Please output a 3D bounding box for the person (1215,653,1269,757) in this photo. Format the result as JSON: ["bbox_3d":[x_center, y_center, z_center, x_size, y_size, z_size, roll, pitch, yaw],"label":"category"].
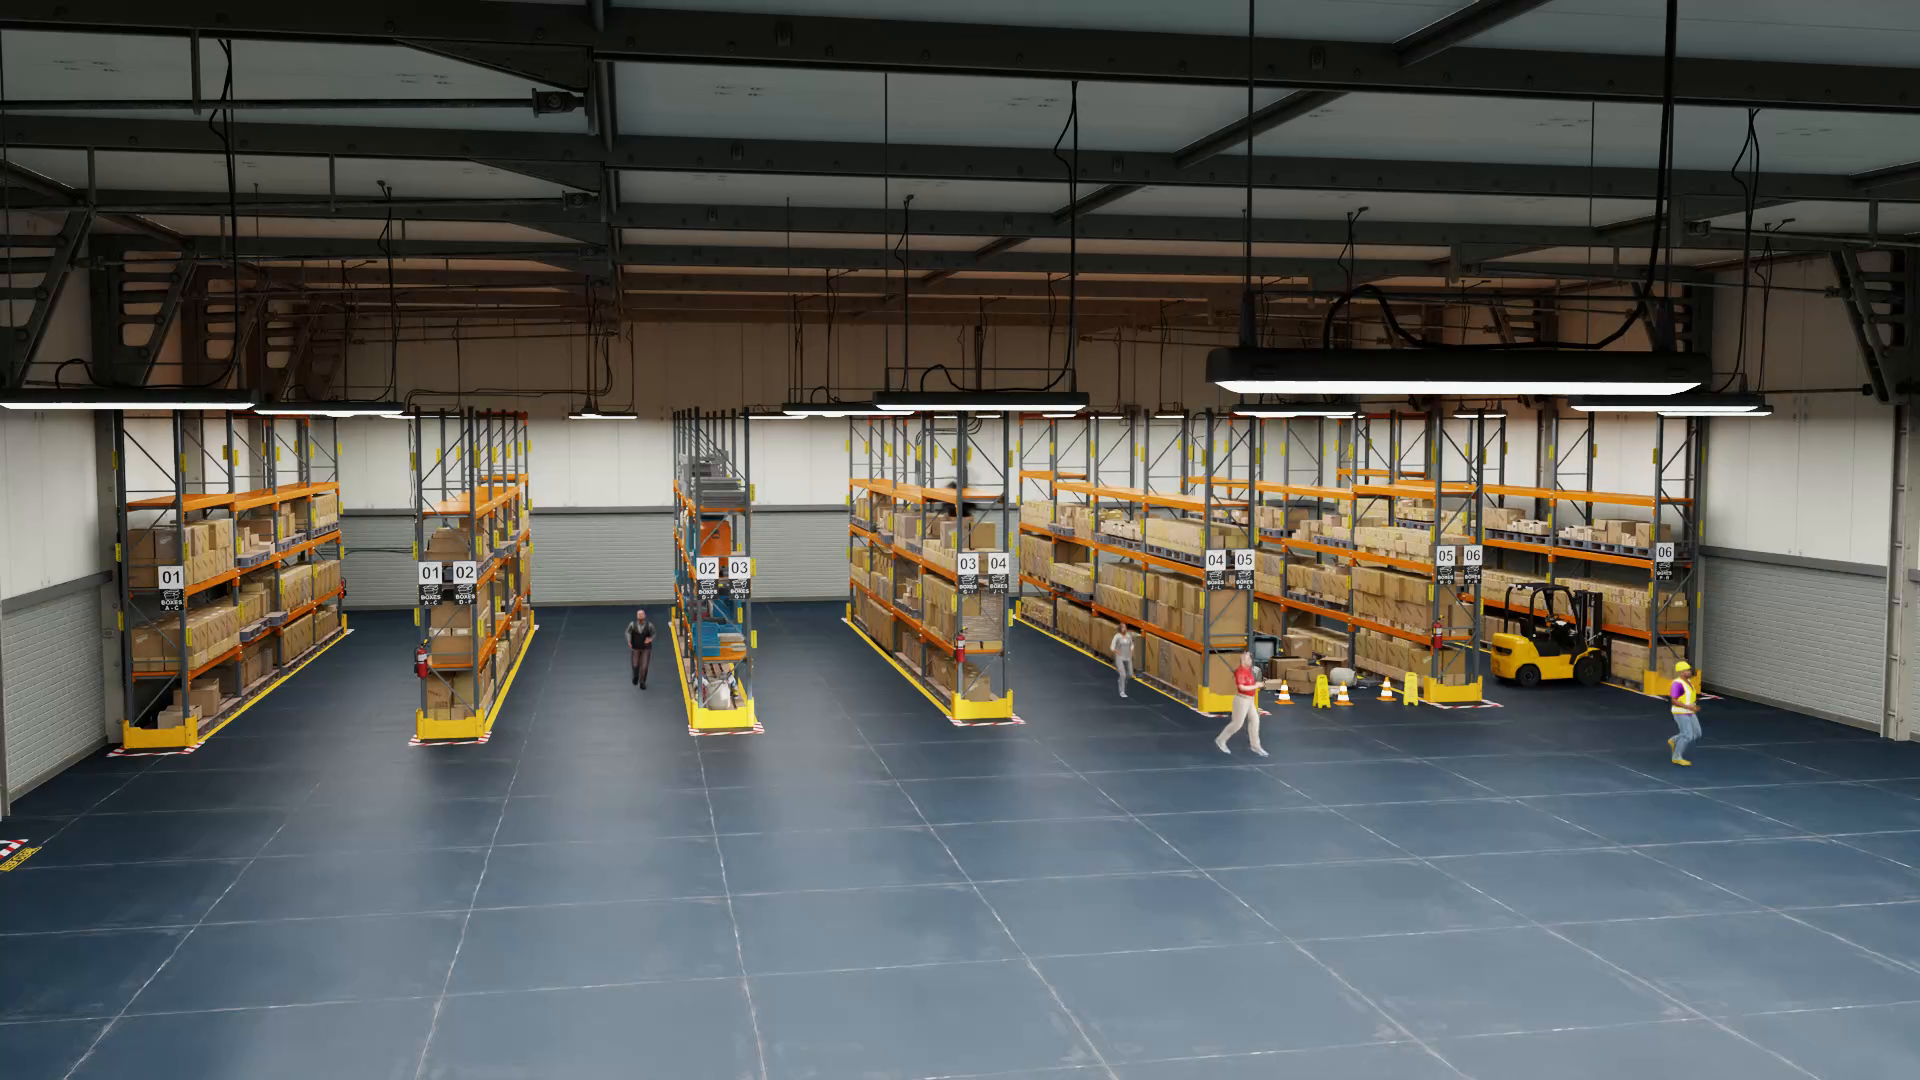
[{"bbox_3d":[4.835,2.817,28.511,0.909,1.763,0.681,2,4,25],"label":"person"}]

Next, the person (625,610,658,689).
[{"bbox_3d":[-6.815,2.350,35.544,0.703,1.691,0.542,0,4,-7],"label":"person"}]

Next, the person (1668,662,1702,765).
[{"bbox_3d":[12.096,2.891,27.760,0.582,1.723,0.700,4,6,43],"label":"person"}]

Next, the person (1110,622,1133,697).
[{"bbox_3d":[3.389,2.485,34.551,0.532,1.550,0.551,-1,4,-16],"label":"person"}]
